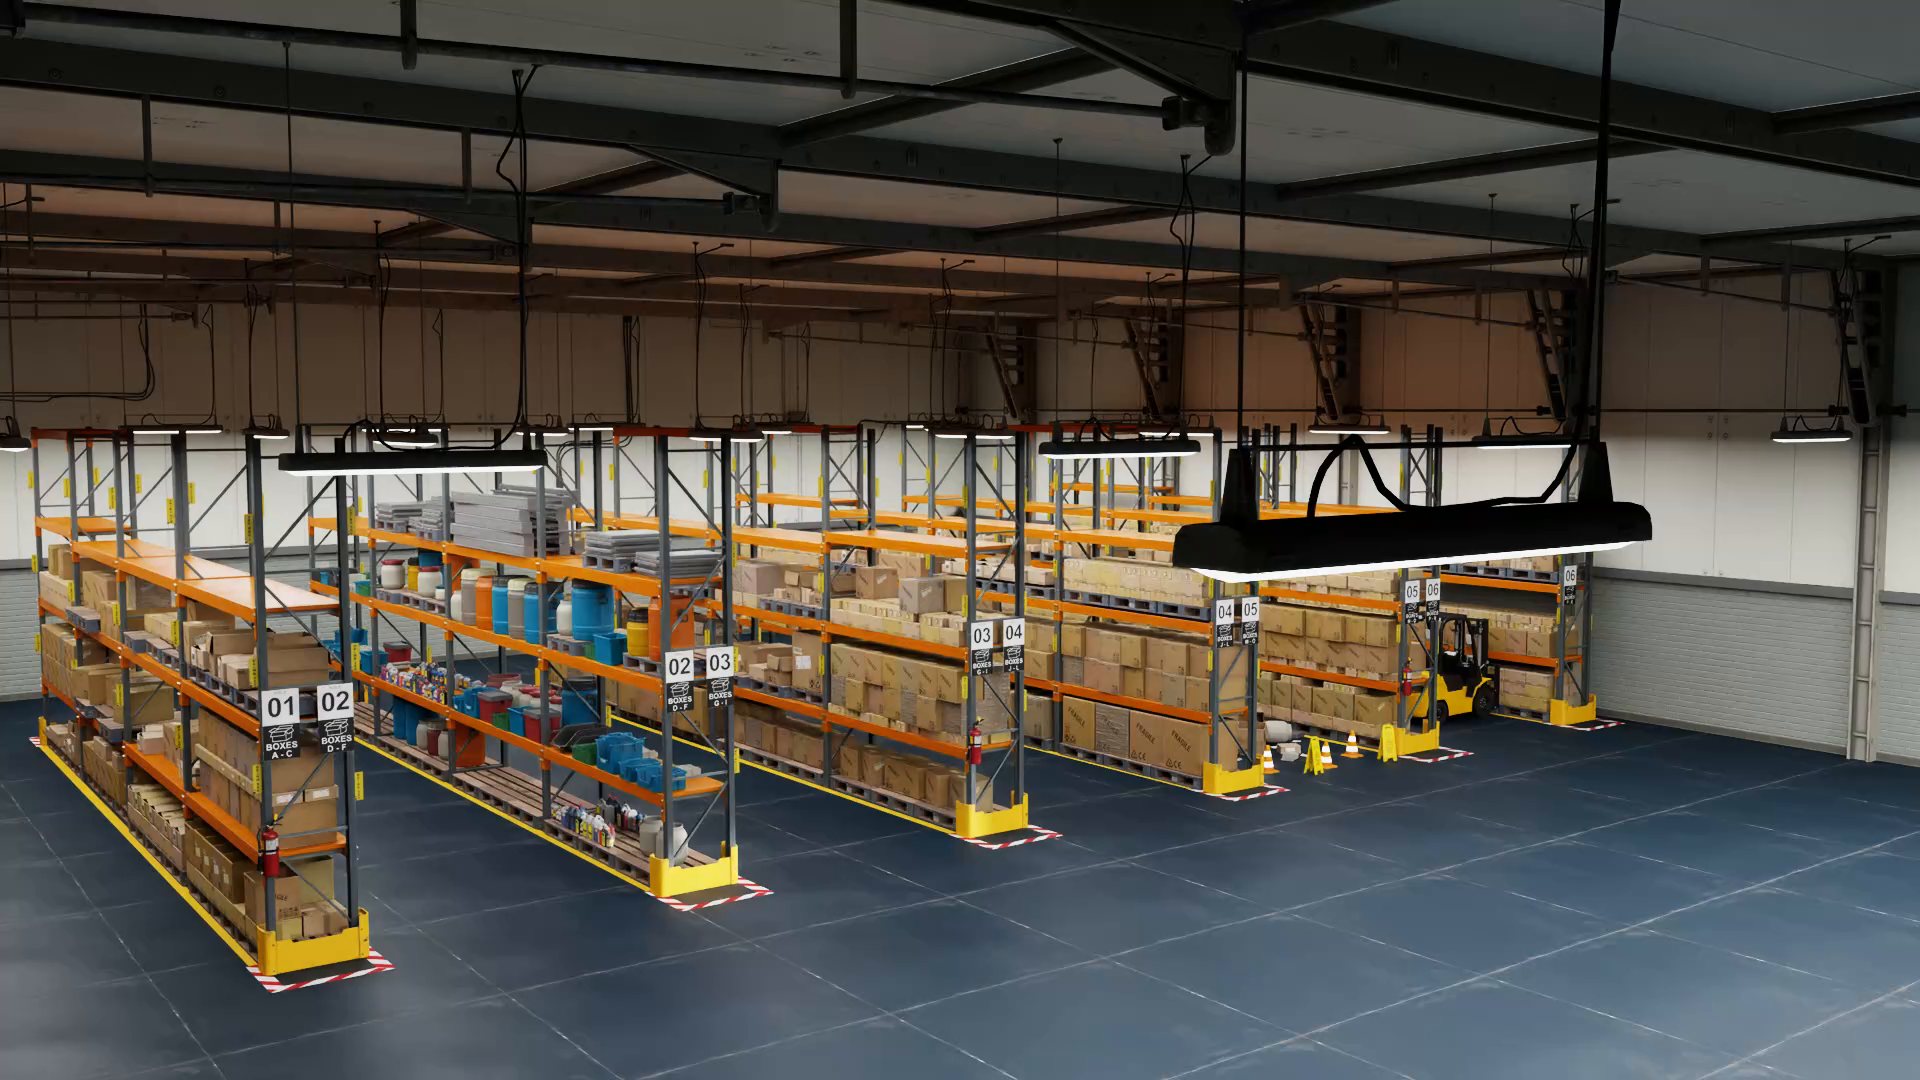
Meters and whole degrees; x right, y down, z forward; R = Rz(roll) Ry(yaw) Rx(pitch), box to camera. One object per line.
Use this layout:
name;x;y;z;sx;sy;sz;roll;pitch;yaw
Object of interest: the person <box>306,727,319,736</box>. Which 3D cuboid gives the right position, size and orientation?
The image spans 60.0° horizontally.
person;-10.428;3.439;26.733;0.581;1.597;0.561;-1;5;-18
